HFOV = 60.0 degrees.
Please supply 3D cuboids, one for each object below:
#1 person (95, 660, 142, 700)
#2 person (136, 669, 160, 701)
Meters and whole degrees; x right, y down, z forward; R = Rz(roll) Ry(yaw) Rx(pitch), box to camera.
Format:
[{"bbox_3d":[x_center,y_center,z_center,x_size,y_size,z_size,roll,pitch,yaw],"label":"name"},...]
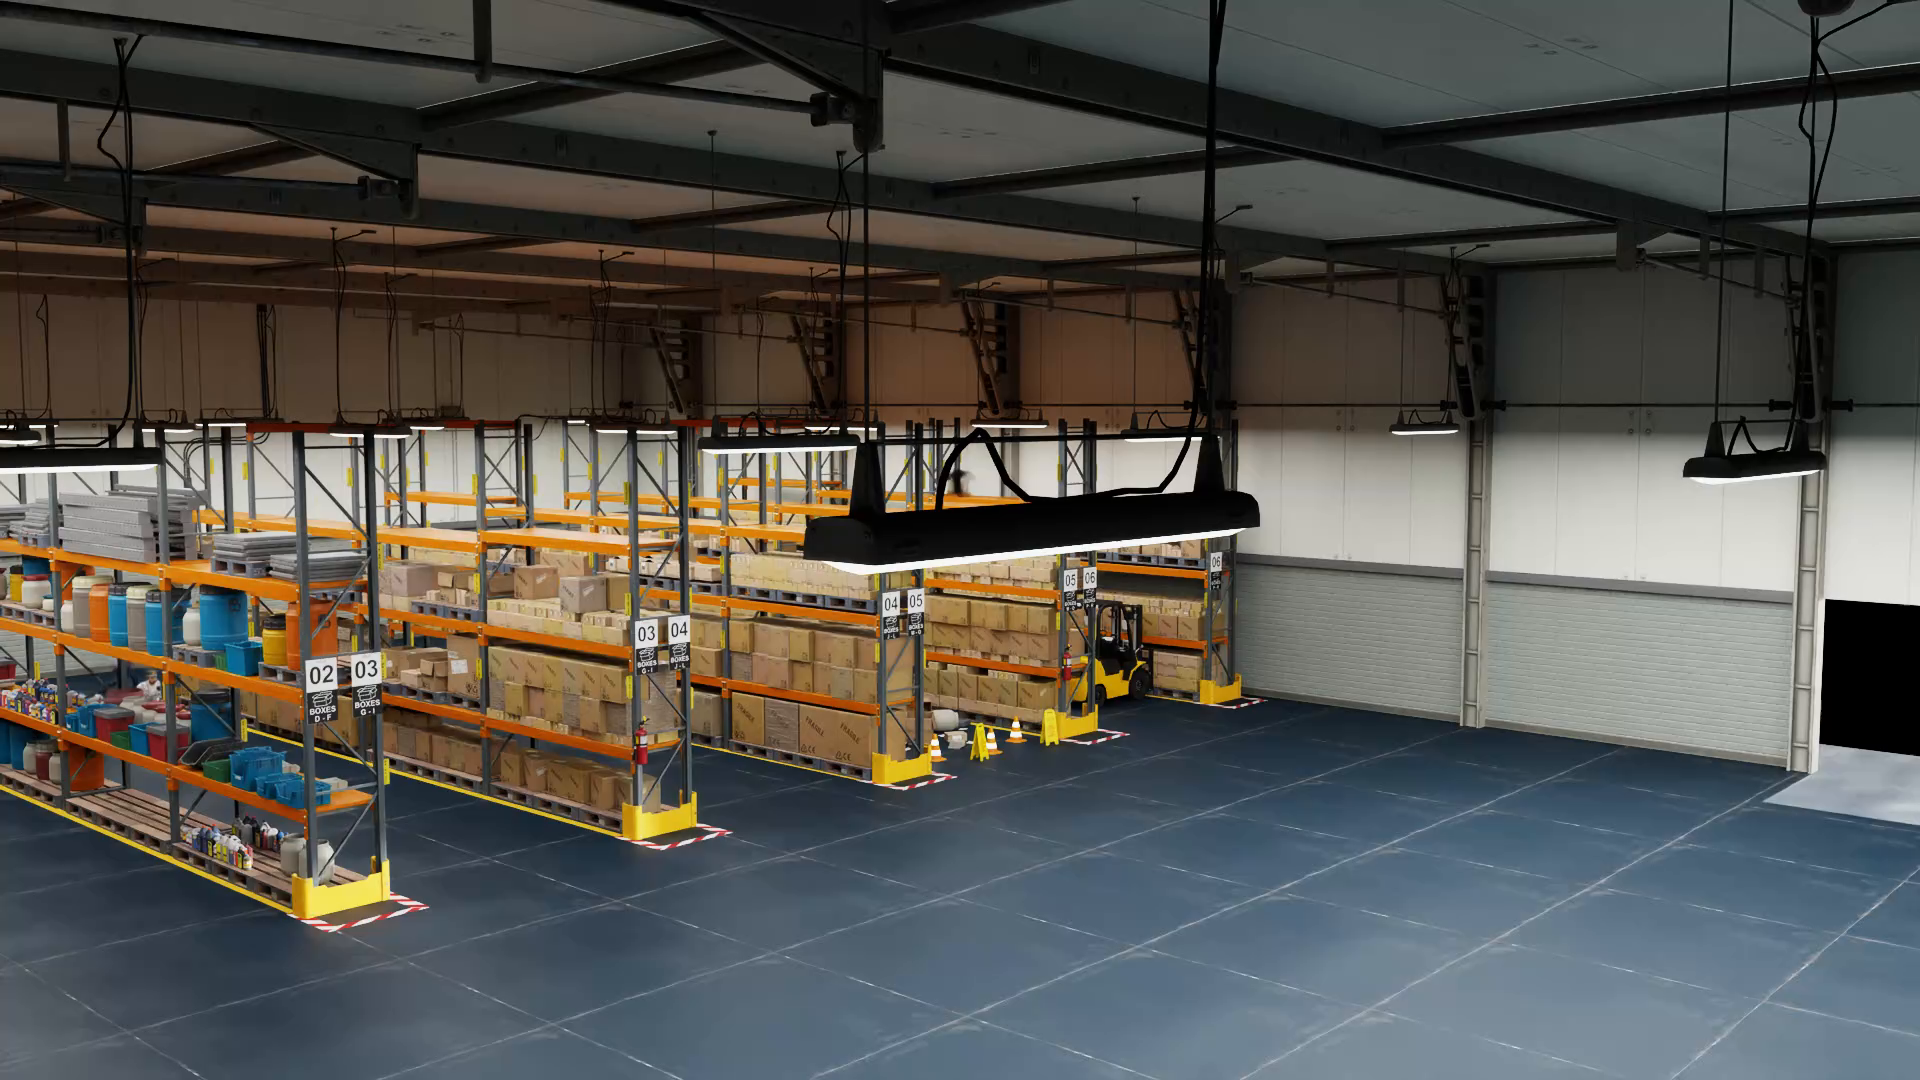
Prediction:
[{"bbox_3d":[-17.777,2.718,35.278,1.051,1.422,0.525,-2,5,-20],"label":"person"},{"bbox_3d":[-14.915,3.089,30.407,0.848,1.517,0.614,2,5,19],"label":"person"}]
